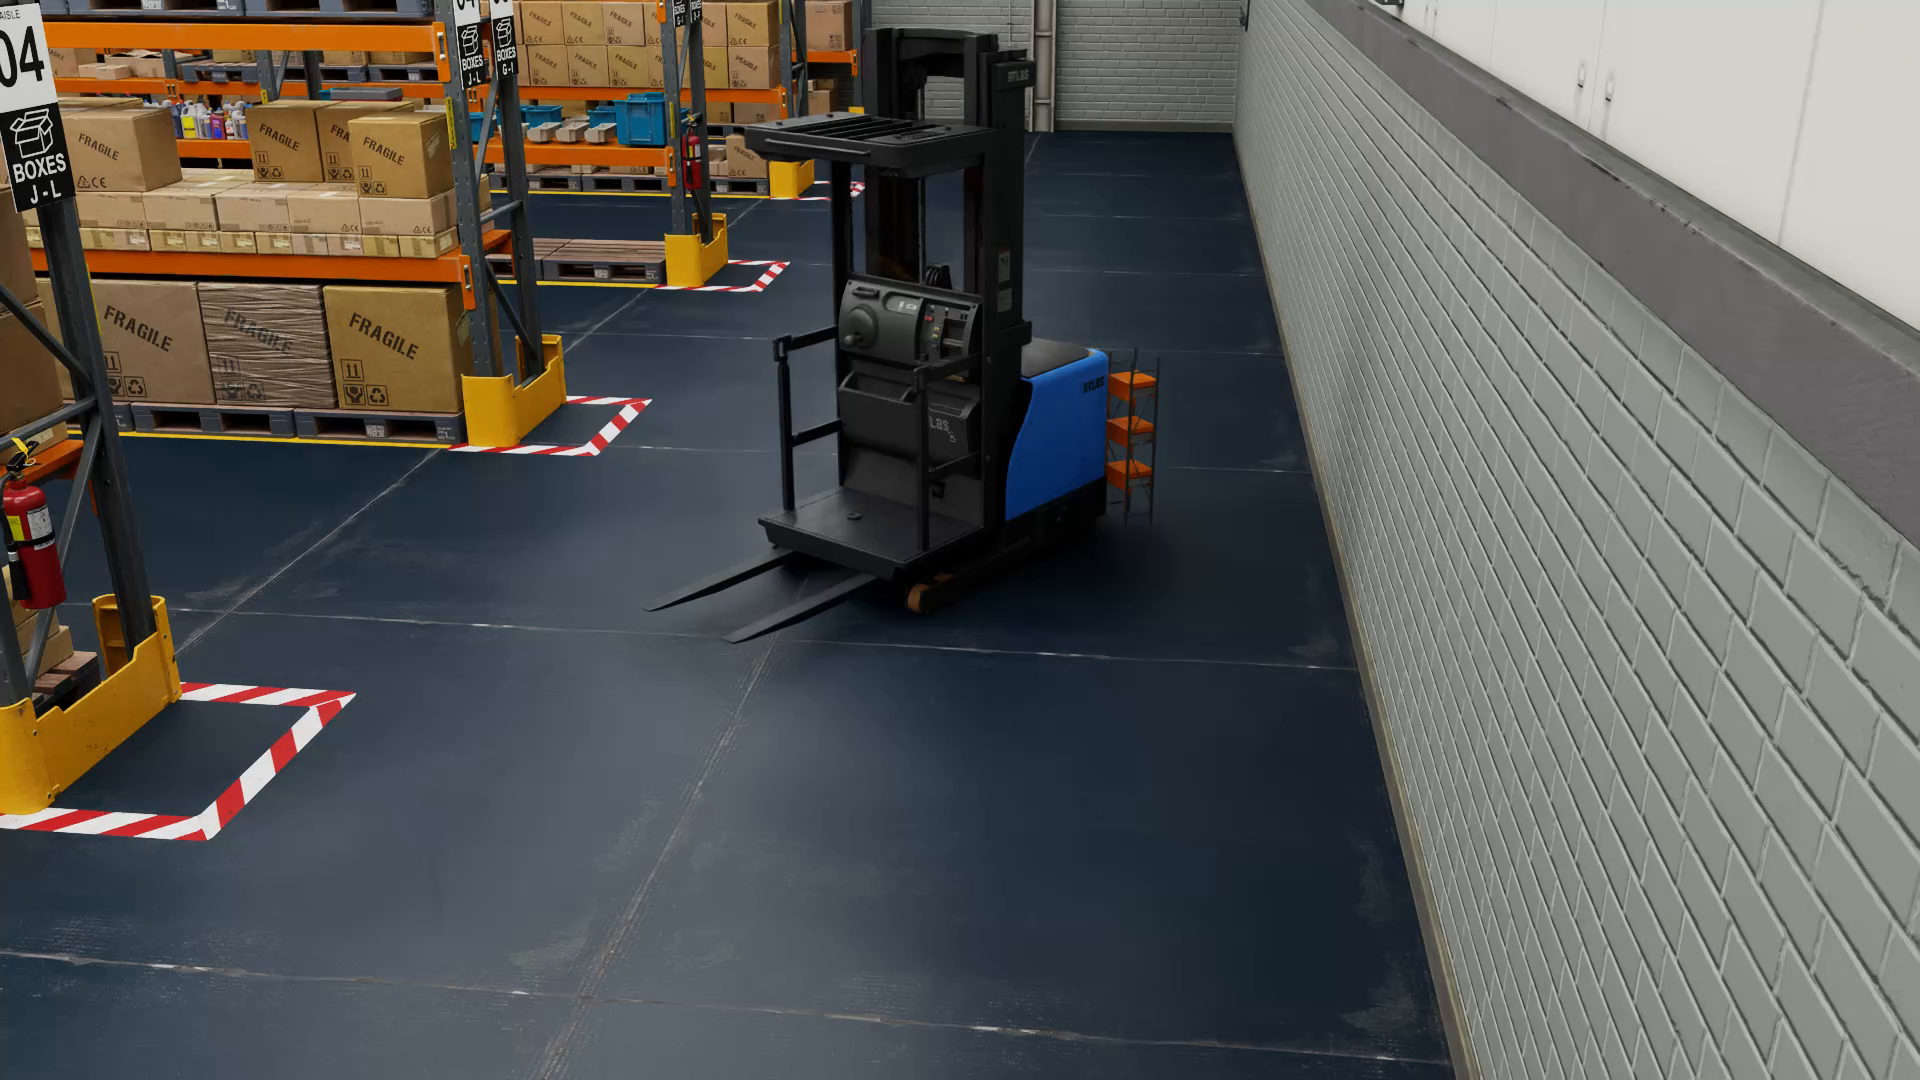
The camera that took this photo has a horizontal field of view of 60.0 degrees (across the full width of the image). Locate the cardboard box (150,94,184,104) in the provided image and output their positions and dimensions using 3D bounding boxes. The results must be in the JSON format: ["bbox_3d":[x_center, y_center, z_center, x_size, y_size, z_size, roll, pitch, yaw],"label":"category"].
[{"bbox_3d":[-12.667,-7.218,26.919,0.500,0.500,0.700,3,22,8],"label":"cardboard box"}]

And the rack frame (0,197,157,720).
[{"bbox_3d":[-3.916,-0.451,7.000,0.127,3.000,1.000,2,22,6],"label":"rack frame"}]

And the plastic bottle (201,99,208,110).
[{"bbox_3d":[-7.817,-4.394,17.134,0.133,0.283,0.061,2,22,6],"label":"plastic bottle"}]

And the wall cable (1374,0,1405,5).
[{"bbox_3d":[1.978,-5.040,6.073,0.120,5.999,2.277,2,22,6],"label":"wall cable"}]

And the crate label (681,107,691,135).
[{"bbox_3d":[-2.855,-4.146,16.494,0.303,0.233,0.416,2,22,6],"label":"crate label"}]

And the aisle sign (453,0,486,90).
[{"bbox_3d":[-3.196,-3.353,10.806,0.004,0.787,0.394,2,22,6],"label":"aisle sign"}]

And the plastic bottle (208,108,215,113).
[{"bbox_3d":[-7.705,-4.345,17.119,0.097,0.201,0.097,0,22,0],"label":"plastic bottle"}]

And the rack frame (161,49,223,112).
[{"bbox_3d":[-10.007,-6.220,21.593,0.127,3.000,1.000,2,22,6],"label":"rack frame"}]

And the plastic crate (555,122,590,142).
[{"bbox_3d":[-3.766,-3.958,16.148,0.243,0.136,0.396,2,22,6],"label":"plastic crate"}]

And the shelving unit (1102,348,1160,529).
[{"bbox_3d":[1.033,-0.613,10.061,0.215,1.050,0.252,-10,24,-25],"label":"shelving unit"}]

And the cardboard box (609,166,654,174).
[{"bbox_3d":[-4.168,-5.011,21.332,0.637,0.503,0.797,2,22,6],"label":"cardboard box"}]

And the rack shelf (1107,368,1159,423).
[{"bbox_3d":[1.034,-0.867,9.961,0.215,0.259,0.240,-10,24,-25],"label":"rack shelf"}]

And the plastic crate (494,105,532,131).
[{"bbox_3d":[-4.461,-4.216,16.671,0.300,0.233,0.416,2,22,6],"label":"plastic crate"}]

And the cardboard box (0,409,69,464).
[{"bbox_3d":[-4.199,-0.468,7.384,0.250,0.149,0.380,2,22,6],"label":"cardboard box"}]

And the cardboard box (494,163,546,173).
[{"bbox_3d":[-5.643,-4.904,21.323,0.500,0.311,0.500,2,22,6],"label":"cardboard box"}]

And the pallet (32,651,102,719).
[{"bbox_3d":[-4.794,0.795,7.642,1.213,0.211,1.003,2,22,6],"label":"pallet"}]

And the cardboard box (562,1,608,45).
[{"bbox_3d":[-4.577,-6.391,20.529,0.500,0.500,0.500,2,22,5],"label":"cardboard box"}]

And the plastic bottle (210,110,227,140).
[{"bbox_3d":[-7.286,-4.077,16.330,0.133,0.283,0.061,2,22,6],"label":"plastic bottle"}]

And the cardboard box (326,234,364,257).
[{"bbox_3d":[-4.133,-2.057,11.406,0.250,0.149,0.380,3,22,6],"label":"cardboard box"}]

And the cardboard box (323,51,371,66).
[{"bbox_3d":[-7.796,-6.343,21.196,0.500,0.500,0.700,-3,22,-7],"label":"cardboard box"}]

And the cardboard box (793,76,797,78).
[{"bbox_3d":[-2.545,-7.100,25.765,0.250,0.149,0.380,3,22,6],"label":"cardboard box"}]

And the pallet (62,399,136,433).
[{"bbox_3d":[-6.458,-1.072,12.364,1.213,0.211,1.003,2,22,6],"label":"pallet"}]

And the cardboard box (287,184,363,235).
[{"bbox_3d":[-4.248,-2.272,11.406,0.500,0.250,0.500,2,22,5],"label":"cardboard box"}]

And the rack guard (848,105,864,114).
[{"bbox_3d":[-1.459,-6.519,25.749,0.348,0.500,1.175,2,22,6],"label":"rack guard"}]

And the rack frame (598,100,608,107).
[{"bbox_3d":[-5.455,-7.856,25.730,0.127,3.000,1.000,2,22,6],"label":"rack frame"}]

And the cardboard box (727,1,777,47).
[{"bbox_3d":[-2.537,-6.304,20.310,0.500,0.500,0.500,2,22,6],"label":"cardboard box"}]

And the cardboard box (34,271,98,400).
[{"bbox_3d":[-6.558,-1.580,12.174,0.875,0.875,0.875,2,22,6],"label":"cardboard box"}]

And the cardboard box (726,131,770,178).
[{"bbox_3d":[-2.631,-4.850,20.928,0.500,0.500,0.500,2,22,6],"label":"cardboard box"}]

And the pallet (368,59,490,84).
[{"bbox_3d":[-6.815,-6.032,21.379,1.213,0.211,1.003,2,22,6],"label":"pallet"}]

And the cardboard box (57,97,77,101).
[{"bbox_3d":[-6.716,-2.925,12.039,0.500,0.500,0.500,3,22,8],"label":"cardboard box"}]

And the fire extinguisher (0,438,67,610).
[{"bbox_3d":[-3.720,-0.062,6.629,0.183,0.674,0.296,2,22,6],"label":"fire extinguisher"}]

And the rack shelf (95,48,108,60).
[{"bbox_3d":[-15.386,-7.954,26.957,4.000,0.370,1.077,2,22,6],"label":"rack shelf"}]

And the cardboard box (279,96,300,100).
[{"bbox_3d":[-10.646,-7.148,26.741,0.500,0.500,0.700,2,22,6],"label":"cardboard box"}]

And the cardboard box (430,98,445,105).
[{"bbox_3d":[-7.843,-7.104,26.183,0.750,0.750,0.750,2,22,6],"label":"cardboard box"}]

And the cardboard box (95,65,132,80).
[{"bbox_3d":[-10.932,-6.041,21.482,0.250,0.149,0.380,2,22,6],"label":"cardboard box"}]

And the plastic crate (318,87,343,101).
[{"bbox_3d":[-6.117,-4.363,16.837,0.575,0.384,0.392,2,22,6],"label":"plastic crate"}]

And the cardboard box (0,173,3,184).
[{"bbox_3d":[-6.758,-2.733,11.554,0.500,0.500,0.500,2,22,6],"label":"cardboard box"}]

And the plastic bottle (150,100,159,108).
[{"bbox_3d":[-8.298,-4.403,17.172,0.097,0.271,0.097,0,22,0],"label":"plastic bottle"}]

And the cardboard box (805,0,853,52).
[{"bbox_3d":[-1.991,-7.841,25.284,0.700,0.700,0.980,3,22,9],"label":"cardboard box"}]

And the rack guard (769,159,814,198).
[{"bbox_3d":[-2.138,-4.715,21.185,0.348,0.500,1.175,2,22,6],"label":"rack guard"}]

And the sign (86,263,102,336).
[{"bbox_3d":[-3.852,-1.051,7.342,0.005,0.325,0.100,2,22,6],"label":"sign"}]

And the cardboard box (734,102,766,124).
[{"bbox_3d":[-3.186,-6.752,25.768,0.500,0.500,0.700,2,22,5],"label":"cardboard box"}]

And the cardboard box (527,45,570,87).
[{"bbox_3d":[-5.052,-5.951,20.776,0.500,0.500,0.500,3,22,7],"label":"cardboard box"}]

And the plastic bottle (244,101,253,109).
[{"bbox_3d":[-7.281,-4.359,17.060,0.097,0.271,0.097,0,22,0],"label":"plastic bottle"}]

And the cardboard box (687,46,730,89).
[{"bbox_3d":[-3.055,-5.862,20.550,0.500,0.500,0.500,3,22,7],"label":"cardboard box"}]

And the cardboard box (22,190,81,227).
[{"bbox_3d":[-6.275,-2.360,11.628,0.500,0.250,0.500,2,22,6],"label":"cardboard box"}]

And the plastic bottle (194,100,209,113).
[{"bbox_3d":[-7.555,-4.189,16.522,0.185,0.351,0.144,2,22,6],"label":"plastic bottle"}]

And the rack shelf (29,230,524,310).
[{"bbox_3d":[-5.218,-2.009,11.920,4.000,0.370,1.077,2,22,6],"label":"rack shelf"}]

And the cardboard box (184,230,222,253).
[{"bbox_3d":[-5.142,-2.102,11.518,0.250,0.149,0.380,3,22,7],"label":"cardboard box"}]

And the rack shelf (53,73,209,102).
[{"bbox_3d":[-11.993,-5.972,21.944,4.000,0.370,1.077,2,22,6],"label":"rack shelf"}]

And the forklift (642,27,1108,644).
[{"bbox_3d":[-0.417,-1.168,8.907,1.130,2.935,3.031,16,27,35],"label":"forklift"}]

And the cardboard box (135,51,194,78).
[{"bbox_3d":[-10.363,-6.210,21.689,0.500,0.311,0.500,4,22,10],"label":"cardboard box"}]

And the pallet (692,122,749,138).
[{"bbox_3d":[-3.494,-6.446,25.956,1.213,0.211,1.003,2,22,6],"label":"pallet"}]

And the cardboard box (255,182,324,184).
[{"bbox_3d":[-4.692,-2.488,11.953,0.500,0.250,0.500,2,22,4],"label":"cardboard box"}]
